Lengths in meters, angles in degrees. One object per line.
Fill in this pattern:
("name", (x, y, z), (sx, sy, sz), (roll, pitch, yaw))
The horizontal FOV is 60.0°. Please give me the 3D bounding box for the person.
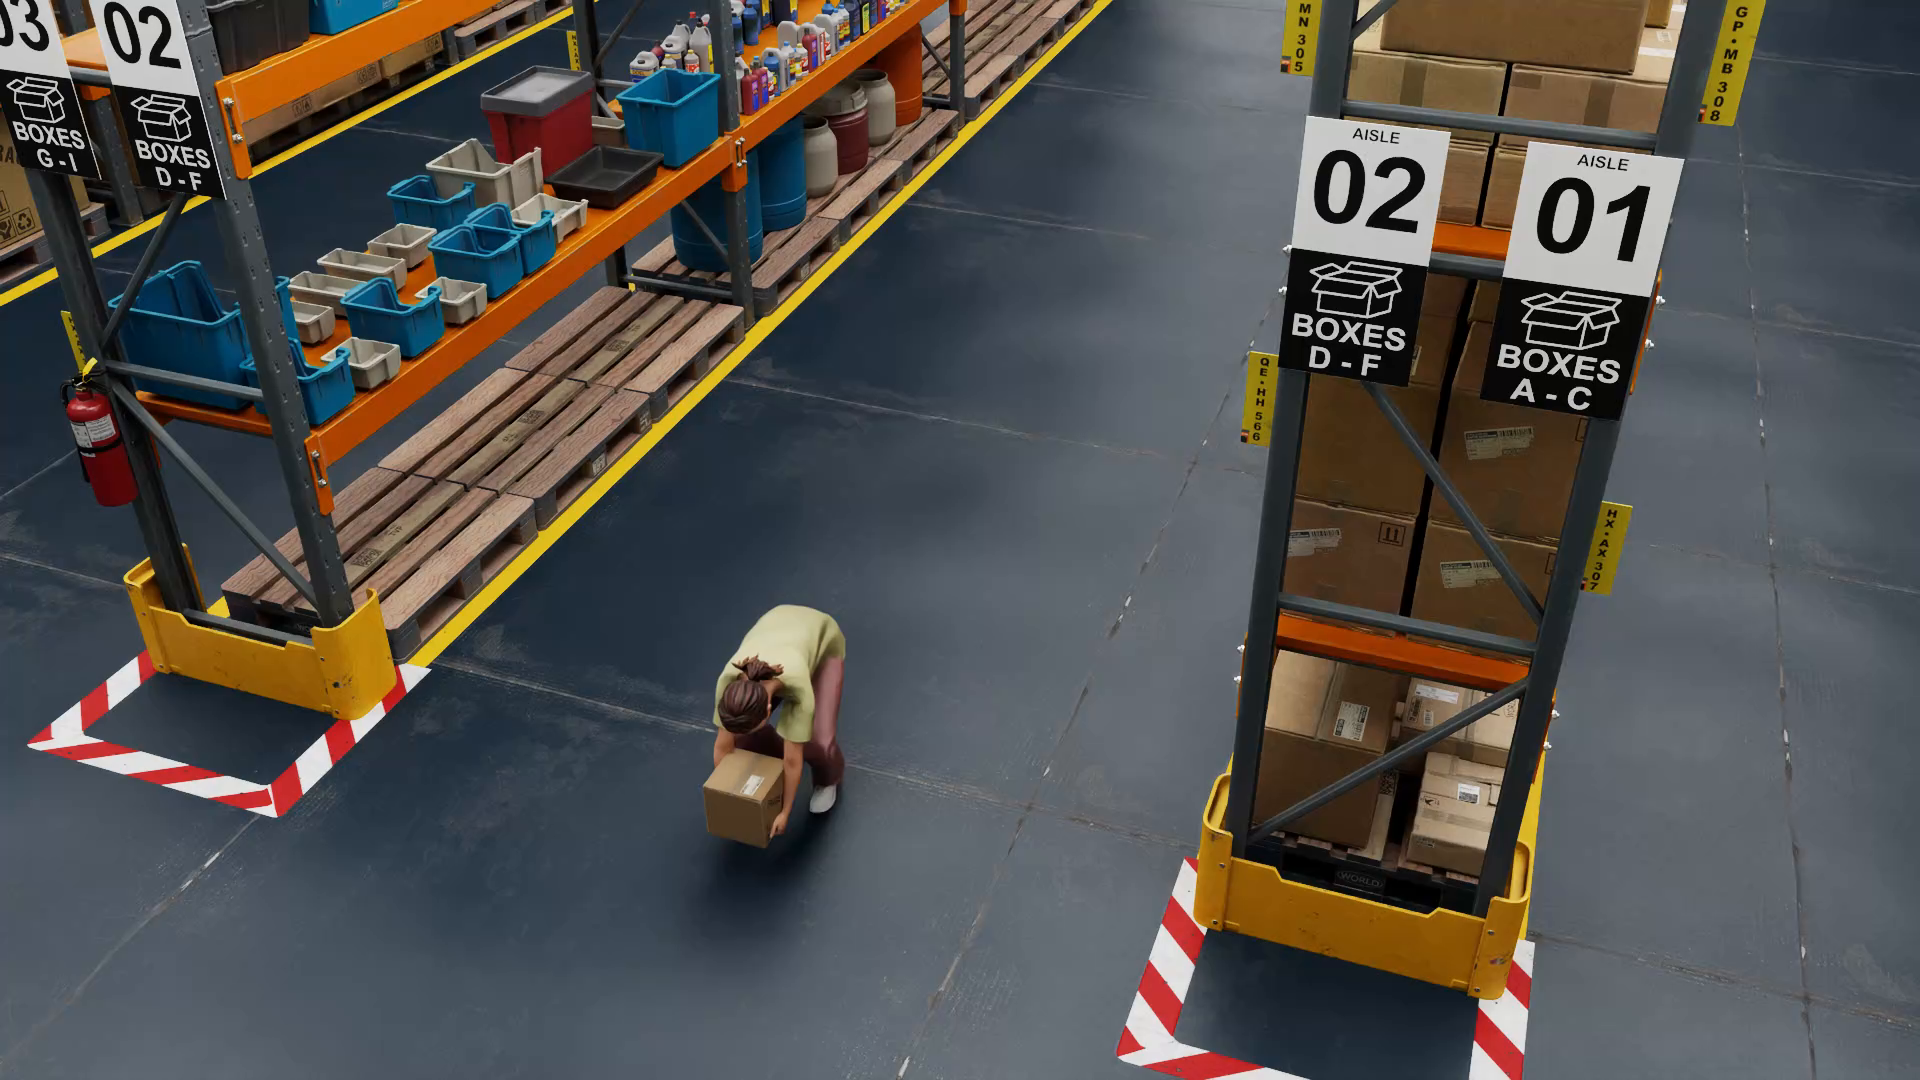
("person", (-0.724, 0.735, 6.684), (0.477, 0.953, 0.862), (10, 35, 14))
